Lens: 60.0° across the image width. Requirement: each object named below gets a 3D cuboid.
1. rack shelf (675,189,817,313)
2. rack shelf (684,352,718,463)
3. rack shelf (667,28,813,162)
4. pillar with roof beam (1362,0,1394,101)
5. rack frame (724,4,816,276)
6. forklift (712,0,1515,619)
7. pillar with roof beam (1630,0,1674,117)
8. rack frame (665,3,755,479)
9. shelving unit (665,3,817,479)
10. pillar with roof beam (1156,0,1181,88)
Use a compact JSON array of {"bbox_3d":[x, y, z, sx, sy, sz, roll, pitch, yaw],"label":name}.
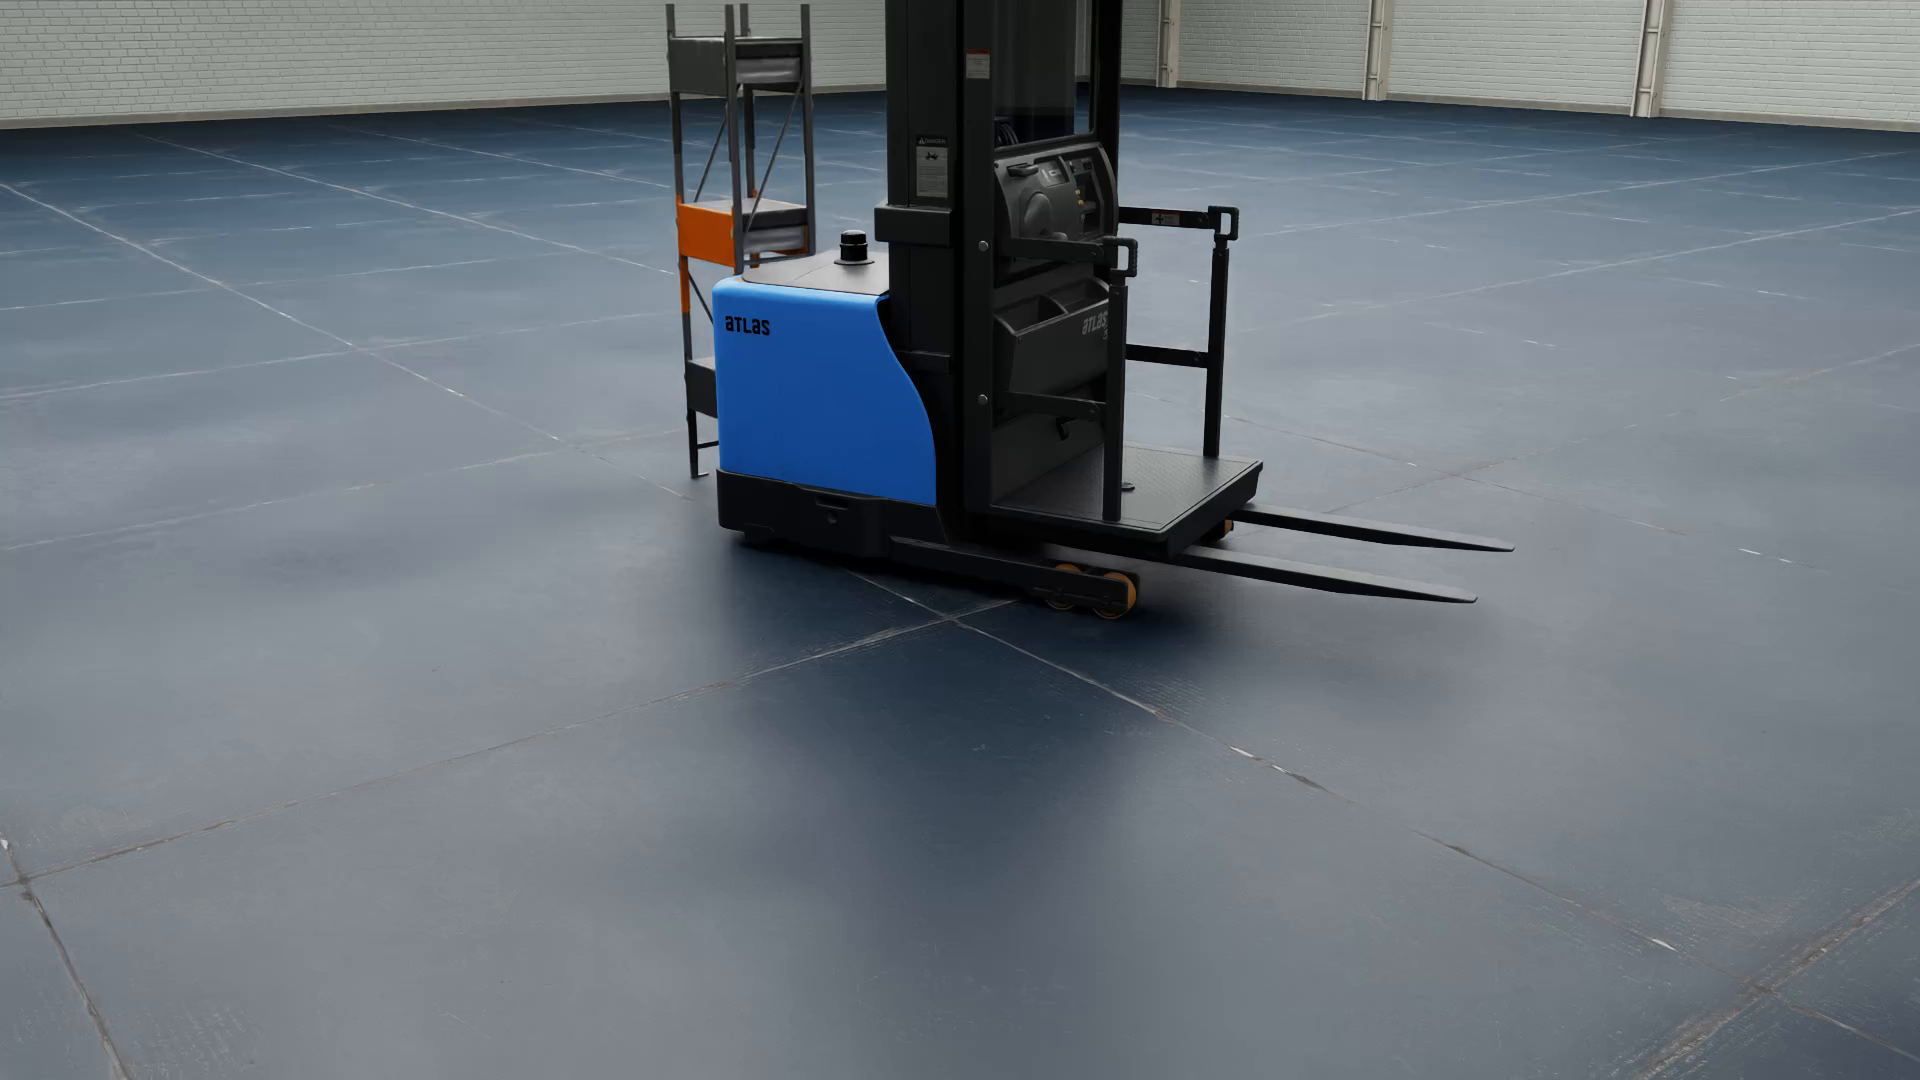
[{"bbox_3d":[-0.940,-1.248,7.335,0.431,0.518,0.480,-14,23,-36],"label":"rack shelf"},{"bbox_3d":[-0.940,-0.584,7.555,0.431,0.518,0.480,-14,23,-36],"label":"rack shelf"},{"bbox_3d":[-0.940,-1.913,7.115,0.431,0.518,0.480,-14,23,-36],"label":"rack shelf"},{"bbox_3d":[5.159,-12.499,30.292,9.100,9.000,0.400,-14,23,-36],"label":"pillar with roof beam"},{"bbox_3d":[-0.789,-1.201,7.149,0.400,2.100,0.015,-14,23,-36],"label":"rack frame"},{"bbox_3d":[0.547,-1.296,6.114,3.031,2.935,1.130,10,21,27],"label":"forklift"},{"bbox_3d":[8.884,-11.020,25.827,9.100,9.000,0.400,-14,23,-36],"label":"pillar with roof beam"},{"bbox_3d":[-1.091,-1.321,7.512,0.400,2.100,0.015,-14,23,-36],"label":"rack frame"},{"bbox_3d":[-0.940,-1.261,7.330,0.431,2.100,0.503,-14,23,-36],"label":"shelving unit"},{"bbox_3d":[1.434,-13.977,34.757,9.100,9.000,0.400,-14,23,-36],"label":"pillar with roof beam"}]
